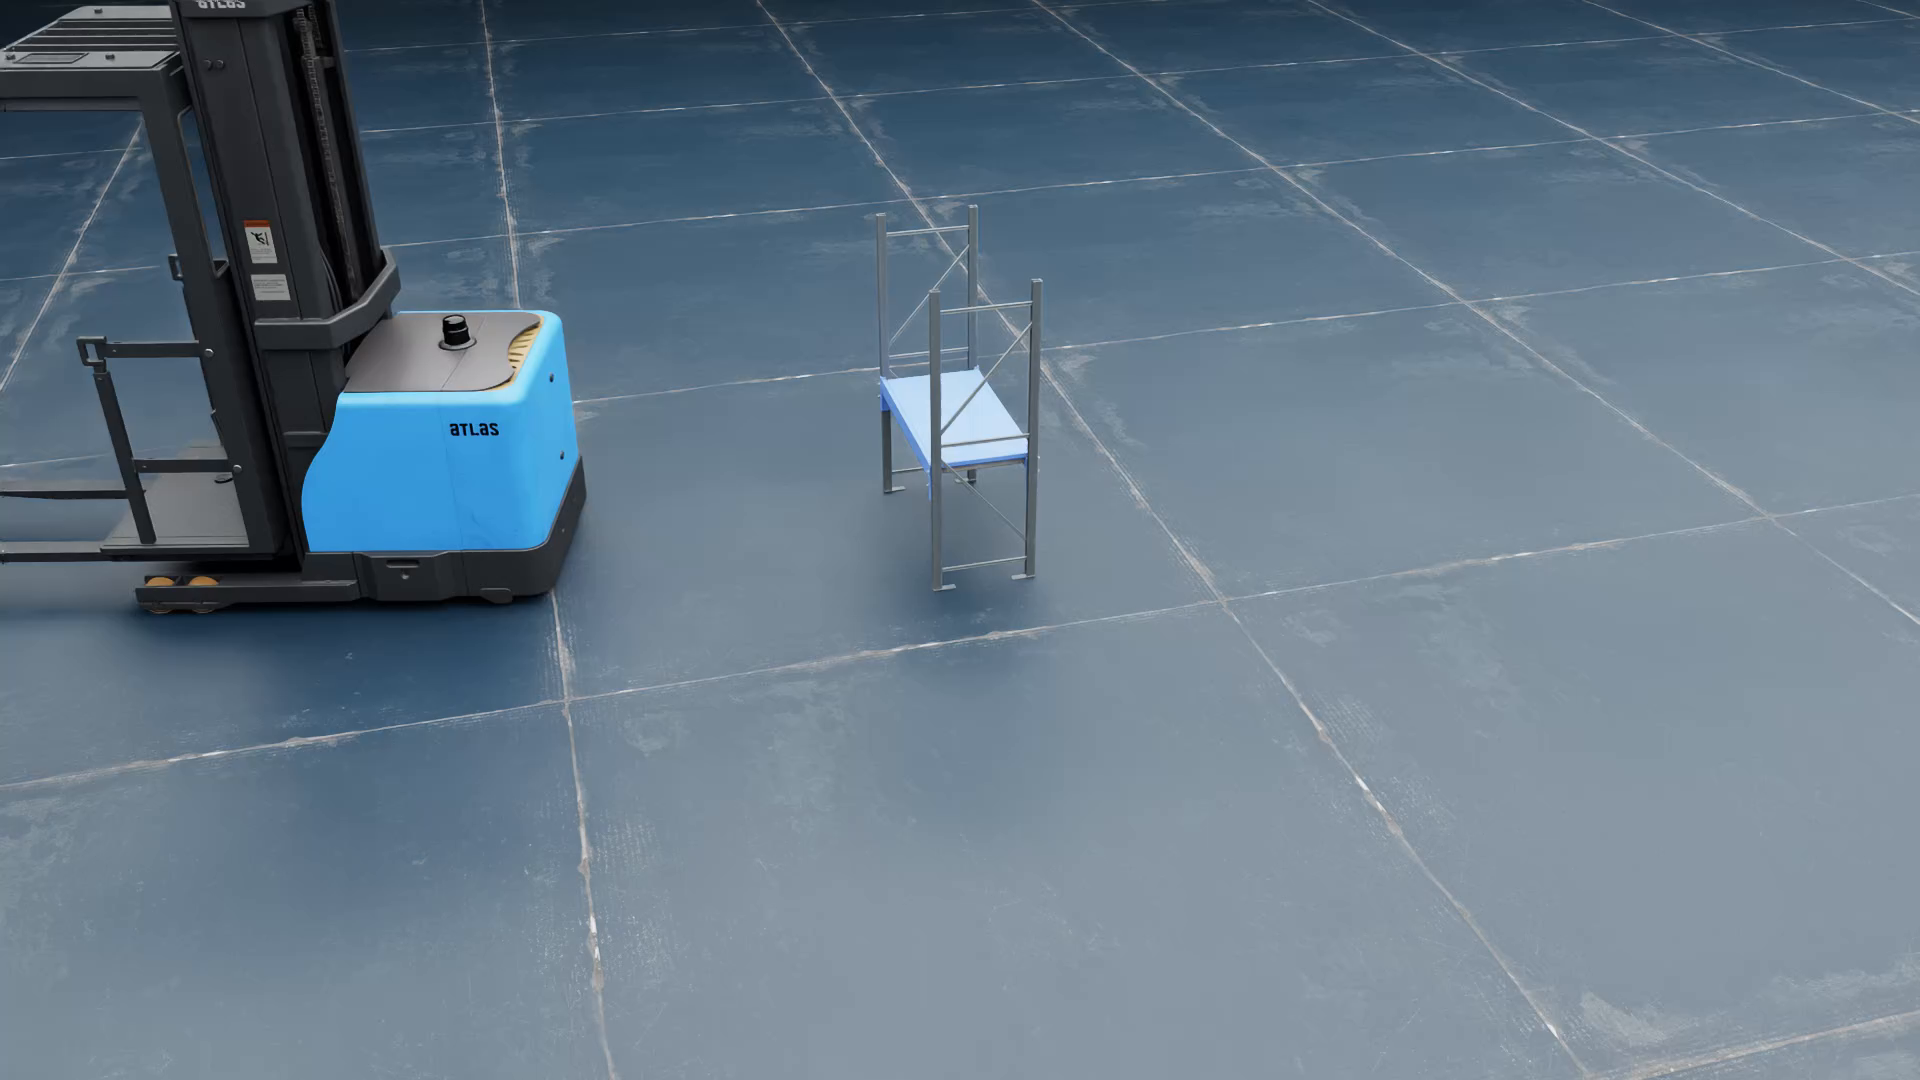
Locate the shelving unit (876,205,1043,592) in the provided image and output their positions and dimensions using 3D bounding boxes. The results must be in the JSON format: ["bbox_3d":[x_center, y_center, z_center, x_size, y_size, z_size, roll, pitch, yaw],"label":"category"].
[{"bbox_3d":[-0.023,-0.690,7.945,0.538,1.500,1.048,-8,31,-13],"label":"shelving unit"}]

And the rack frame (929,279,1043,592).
[{"bbox_3d":[0.112,-0.445,7.521,0.500,1.500,0.032,-8,31,-13],"label":"rack frame"}]

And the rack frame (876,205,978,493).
[{"bbox_3d":[-0.158,-0.936,8.370,0.500,1.500,0.032,-8,31,-13],"label":"rack frame"}]

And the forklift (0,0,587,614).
[{"bbox_3d":[-3.411,-1.198,7.393,3.031,2.935,1.130,-1,30,-1],"label":"forklift"}]

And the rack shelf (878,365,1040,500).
[{"bbox_3d":[-0.023,-0.535,8.036,0.538,0.185,1.000,-8,31,-13],"label":"rack shelf"}]
